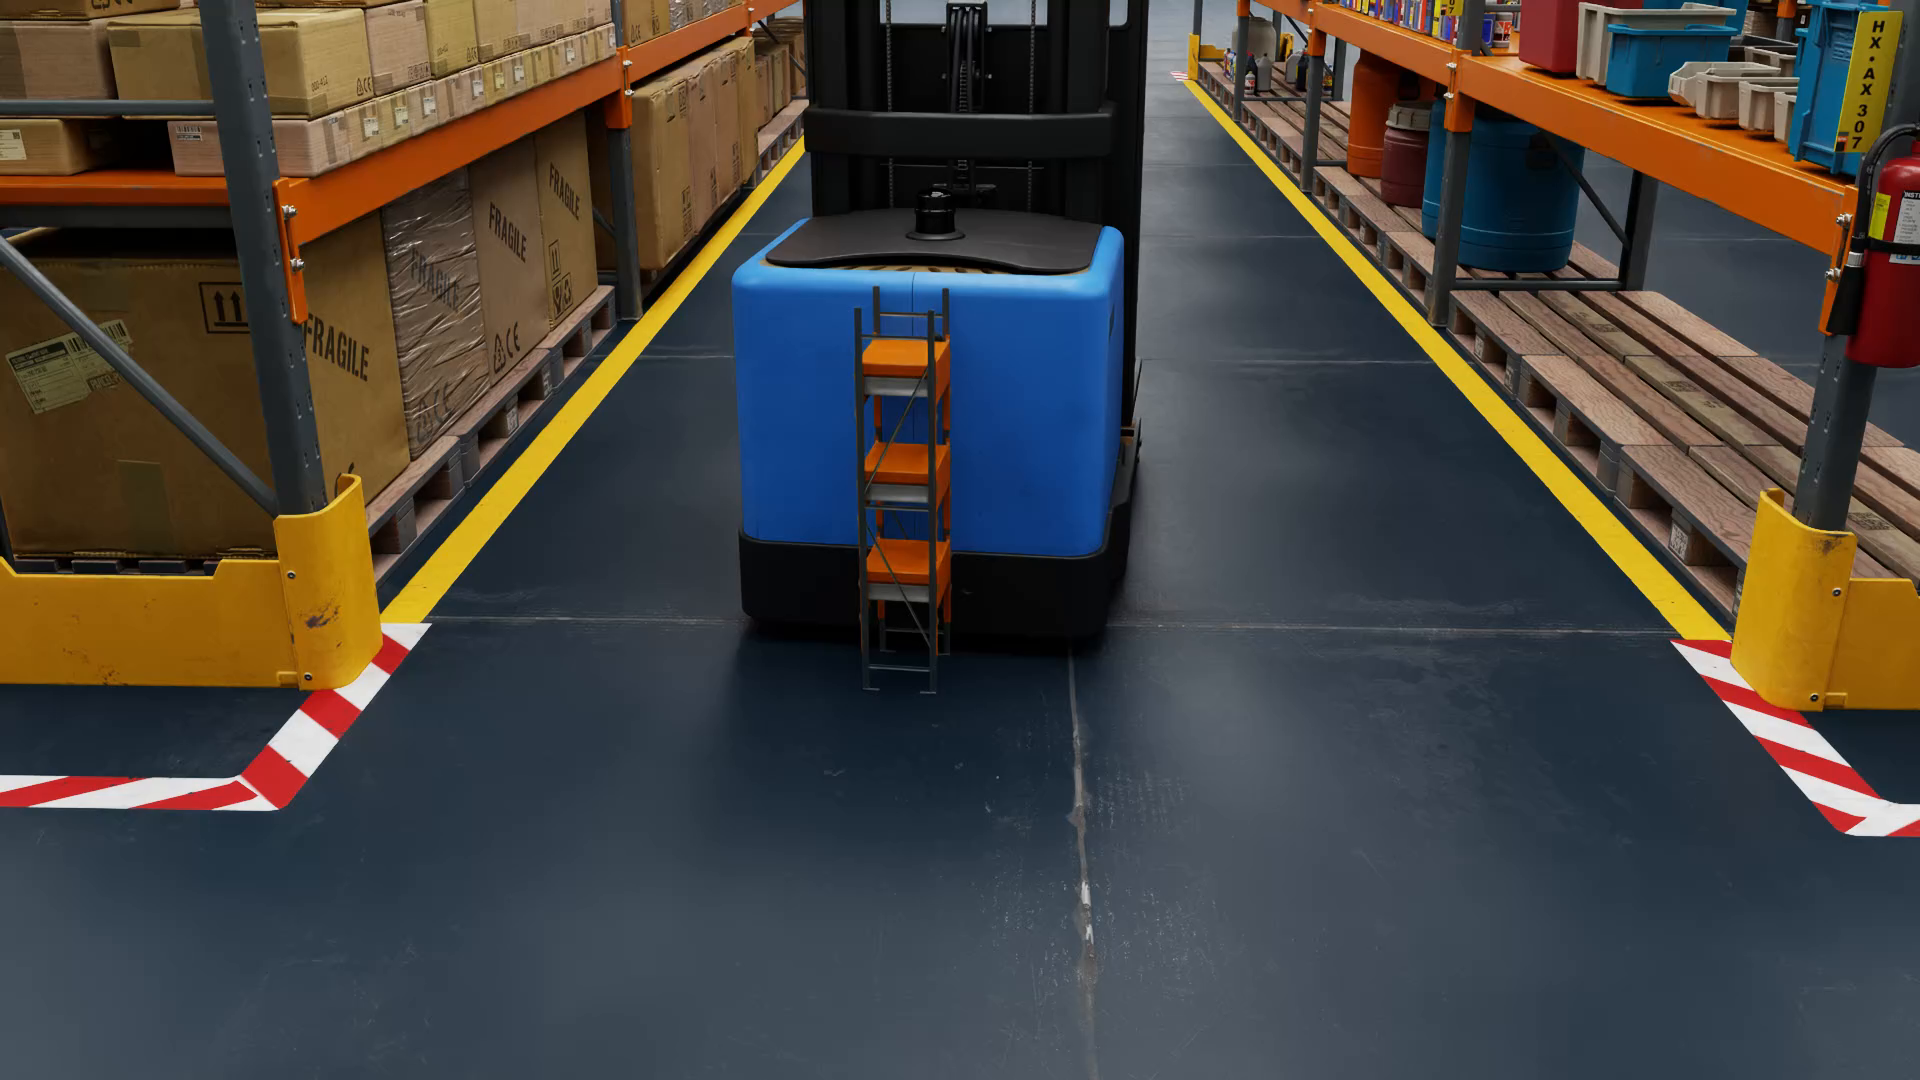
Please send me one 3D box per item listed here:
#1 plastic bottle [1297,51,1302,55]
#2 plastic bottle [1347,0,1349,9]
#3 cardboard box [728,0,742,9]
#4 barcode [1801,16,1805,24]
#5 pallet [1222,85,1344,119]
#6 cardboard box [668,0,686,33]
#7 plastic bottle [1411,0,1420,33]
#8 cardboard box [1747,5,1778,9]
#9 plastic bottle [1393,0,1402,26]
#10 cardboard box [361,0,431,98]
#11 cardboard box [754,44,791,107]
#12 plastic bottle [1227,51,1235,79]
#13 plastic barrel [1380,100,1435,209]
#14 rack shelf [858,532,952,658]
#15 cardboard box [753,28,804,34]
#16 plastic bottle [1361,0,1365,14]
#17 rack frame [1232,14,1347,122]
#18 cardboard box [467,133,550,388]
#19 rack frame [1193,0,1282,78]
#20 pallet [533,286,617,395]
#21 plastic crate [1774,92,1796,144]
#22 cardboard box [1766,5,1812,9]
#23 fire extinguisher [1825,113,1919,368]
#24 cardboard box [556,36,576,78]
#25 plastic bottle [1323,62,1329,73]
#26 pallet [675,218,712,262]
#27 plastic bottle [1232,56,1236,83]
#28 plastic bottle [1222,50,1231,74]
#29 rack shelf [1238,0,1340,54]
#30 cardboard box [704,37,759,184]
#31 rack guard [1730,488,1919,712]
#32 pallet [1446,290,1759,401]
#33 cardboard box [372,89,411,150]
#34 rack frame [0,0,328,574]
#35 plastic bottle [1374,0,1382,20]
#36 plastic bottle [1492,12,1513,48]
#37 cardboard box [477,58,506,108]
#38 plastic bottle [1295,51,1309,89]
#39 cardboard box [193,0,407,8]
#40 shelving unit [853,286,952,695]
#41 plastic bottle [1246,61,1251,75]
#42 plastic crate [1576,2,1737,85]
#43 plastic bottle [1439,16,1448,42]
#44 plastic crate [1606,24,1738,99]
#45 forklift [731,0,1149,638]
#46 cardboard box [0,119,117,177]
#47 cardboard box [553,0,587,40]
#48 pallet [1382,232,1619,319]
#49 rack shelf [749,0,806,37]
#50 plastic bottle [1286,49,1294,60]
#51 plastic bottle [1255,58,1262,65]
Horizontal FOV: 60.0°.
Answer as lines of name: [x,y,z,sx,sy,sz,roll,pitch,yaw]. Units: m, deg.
plastic bottle: [3.547,-4.925,17.232,0.152,0.276,0.135,0,21,0]
plastic bottle: [2.590,-3.584,10.895,0.097,0.201,0.097,0,21,0]
cardboard box: [-1.758,-3.827,11.106,0.500,0.500,0.500,1,21,3]
barcode: [7.609,-4.697,15.007,0.001,0.075,0.075,1,21,2]
pallet: [3.144,-4.295,16.307,1.003,0.211,1.213,1,21,2]
cardboard box: [-1.818,-3.088,9.202,0.500,0.500,0.500,0,21,0]
plastic bottle: [2.558,-2.912,9.058,0.152,0.276,0.135,1,21,2]
cardboard box: [7.867,-5.092,16.690,0.500,0.500,0.500,1,21,2]
plastic bottle: [2.527,-3.083,9.490,0.061,0.283,0.133,1,21,2]
cardboard box: [-1.940,-1.496,5.034,0.500,0.250,0.500,0,21,1]
cardboard box: [-1.909,-4.225,15.120,0.700,0.500,0.500,-1,21,-3]
plastic bottle: [2.824,-4.920,17.226,0.097,0.271,0.097,0,21,0]
plastic barrel: [2.928,-2.393,10.302,0.600,0.588,0.708,1,21,2]
rack shelf: [-0.145,0.146,4.500,0.215,0.259,0.240,3,21,8]
cardboard box: [-1.866,-5.015,17.181,0.500,0.500,0.500,-1,21,-3]
plastic bottle: [2.575,-3.404,10.430,0.097,0.201,0.097,0,21,0]
rack frame: [3.082,-5.353,15.178,1.000,3.000,0.127,1,21,2]
cardboard box: [-2.239,-1.157,6.721,0.875,0.875,0.875,1,21,2]
rack frame: [3.204,-6.799,18.906,1.000,3.000,0.127,1,21,2]
pallet: [-2.213,-0.941,7.662,1.003,0.211,1.213,1,21,2]
plastic crate: [2.561,-1.216,4.798,0.396,0.136,0.243,1,21,2]
cardboard box: [8.390,-5.086,16.675,0.500,0.500,0.500,1,21,2]
fire extinguisher: [2.258,-0.755,3.950,0.296,0.674,0.183,1,21,2]
cardboard box: [-1.817,-2.005,6.897,0.380,0.149,0.250,1,21,3]
plastic bottle: [3.512,-4.516,16.178,0.152,0.276,0.135,1,21,4]
pallet: [-2.129,-1.937,10.229,1.003,0.211,1.213,1,21,2]
plastic bottle: [2.838,-4.769,16.831,0.152,0.276,0.135,1,21,3]
plastic bottle: [2.837,-5.080,17.639,0.097,0.271,0.097,0,21,0]
rack shelf: [3.021,-4.294,13.445,1.077,0.370,4.000,1,21,2]
cardboard box: [-2.032,-2.917,11.257,1.225,0.875,0.875,0,21,-1]
rack guard: [2.729,0.160,4.425,1.175,0.500,0.348,1,21,2]
pallet: [2.855,-0.894,7.542,1.003,0.211,1.213,1,21,2]
cardboard box: [-1.879,-1.262,4.981,0.380,0.149,0.250,0,21,0]
rack frame: [-2.234,-1.069,4.137,1.000,3.000,0.127,1,21,2]
plastic bottle: [2.543,-3.282,10.002,0.061,0.283,0.133,1,21,2]
plastic bottle: [2.653,-2.519,8.150,0.097,0.201,0.097,0,21,0]
cardboard box: [-1.847,-1.632,5.937,0.380,0.149,0.250,0,21,0]
plastic bottle: [3.377,-4.612,16.322,0.144,0.351,0.185,1,21,2]
cardboard box: [-1.934,-1.838,4.880,0.500,0.500,0.500,0,21,0]
shelving unit: [-0.145,-0.123,4.395,0.215,1.050,0.252,3,21,8]
plastic bottle: [2.767,-4.469,16.048,0.061,0.283,0.133,2,21,4]
plastic crate: [2.608,-1.883,6.316,0.437,0.282,0.530,1,21,2]
plastic bottle: [2.539,-2.681,8.463,0.152,0.276,0.135,1,21,2]
plastic crate: [2.523,-1.709,5.936,0.416,0.233,0.300,1,21,2]
forklift: [0.088,-1.589,5.573,1.130,2.935,3.031,3,21,8]
cardboard box: [-2.552,-1.084,4.523,0.380,0.149,0.250,1,21,3]
cardboard box: [-1.876,-2.234,6.936,0.500,0.250,0.500,1,21,3]
pallet: [2.904,-1.439,8.946,1.003,0.211,1.213,1,21,2]
rack shelf: [-1.929,-4.349,13.585,1.077,0.370,4.000,1,21,2]
plastic bottle: [3.445,-4.979,17.362,0.061,0.283,0.133,1,21,2]
plastic bottle: [2.968,-4.601,16.398,0.152,0.276,0.135,1,21,2]
